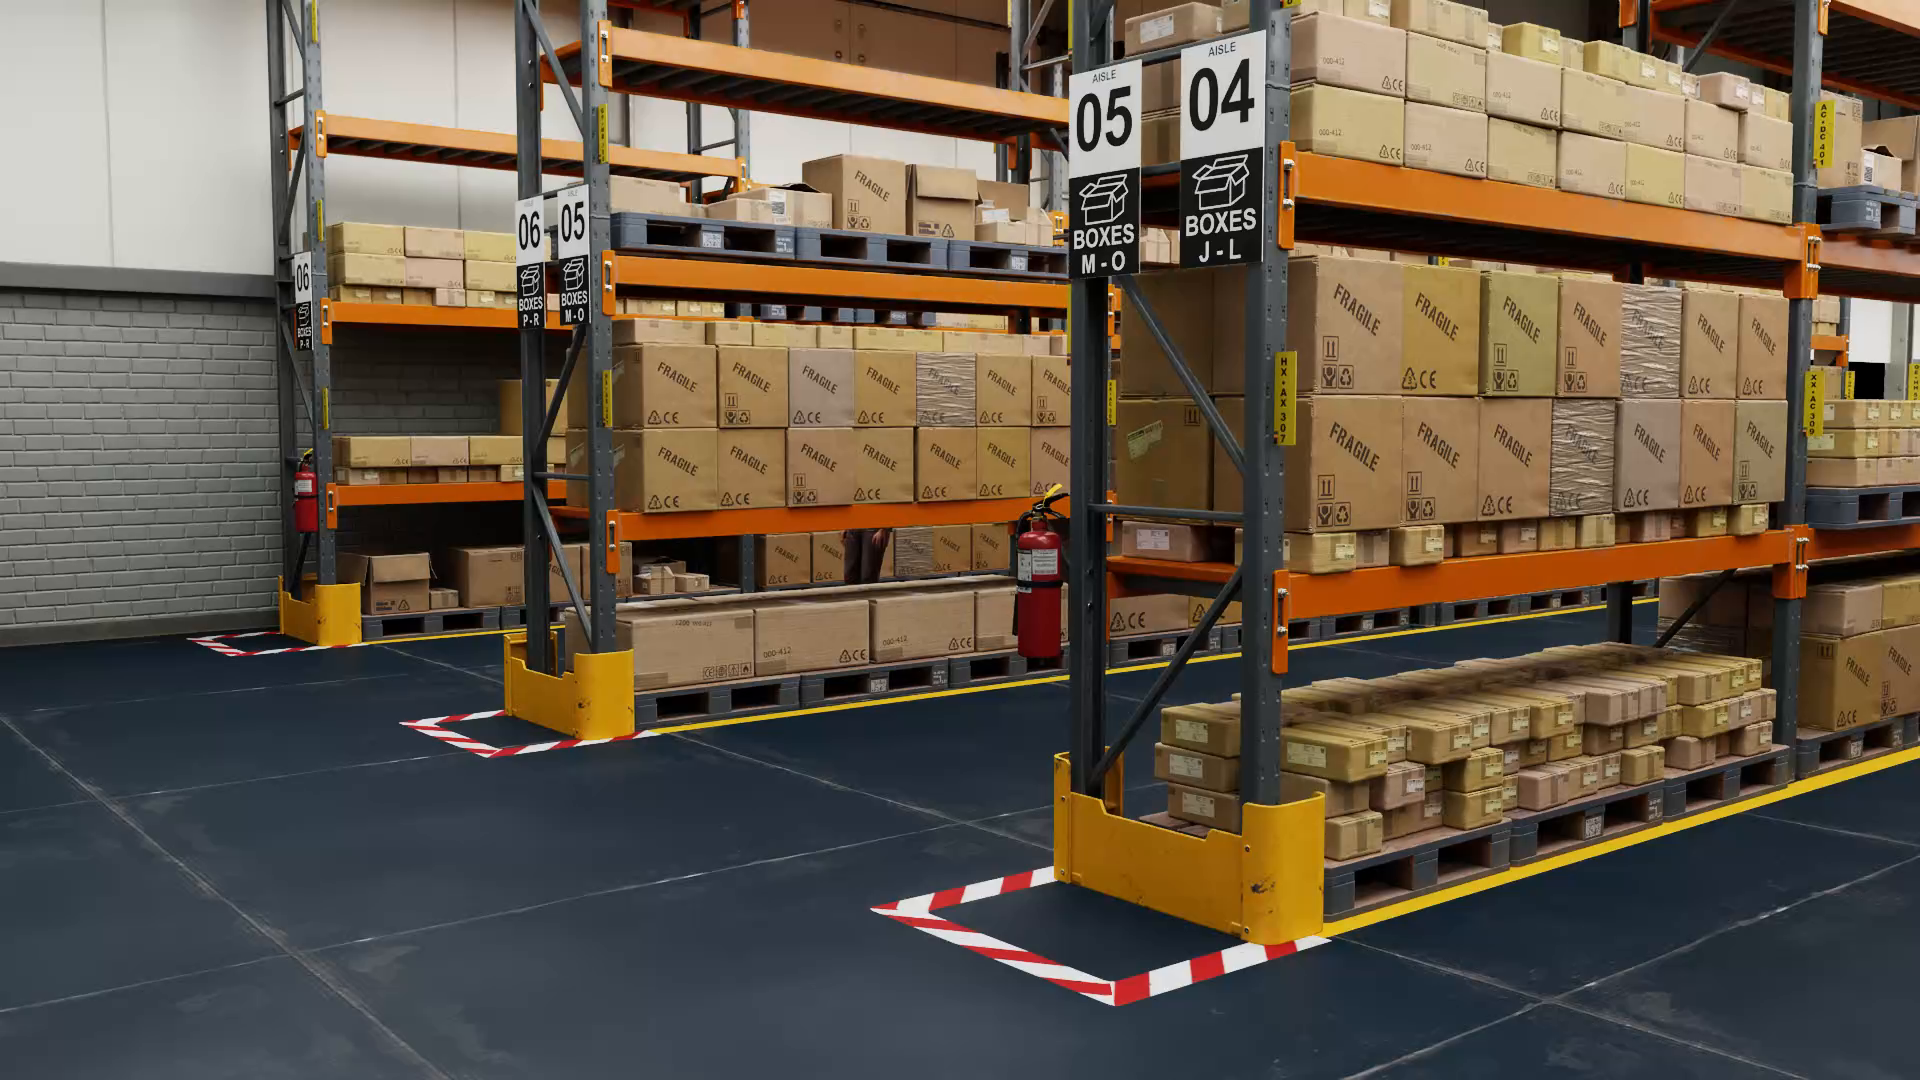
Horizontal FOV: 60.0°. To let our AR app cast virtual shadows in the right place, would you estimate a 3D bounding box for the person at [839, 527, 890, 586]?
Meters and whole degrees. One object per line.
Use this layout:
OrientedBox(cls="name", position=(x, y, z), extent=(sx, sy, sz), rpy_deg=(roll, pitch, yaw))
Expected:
OrientedBox(cls="person", position=(-0.824, -0.061, 14.447), extent=(0.369, 1.722, 0.594), rpy_deg=(-4, 6, -42))
